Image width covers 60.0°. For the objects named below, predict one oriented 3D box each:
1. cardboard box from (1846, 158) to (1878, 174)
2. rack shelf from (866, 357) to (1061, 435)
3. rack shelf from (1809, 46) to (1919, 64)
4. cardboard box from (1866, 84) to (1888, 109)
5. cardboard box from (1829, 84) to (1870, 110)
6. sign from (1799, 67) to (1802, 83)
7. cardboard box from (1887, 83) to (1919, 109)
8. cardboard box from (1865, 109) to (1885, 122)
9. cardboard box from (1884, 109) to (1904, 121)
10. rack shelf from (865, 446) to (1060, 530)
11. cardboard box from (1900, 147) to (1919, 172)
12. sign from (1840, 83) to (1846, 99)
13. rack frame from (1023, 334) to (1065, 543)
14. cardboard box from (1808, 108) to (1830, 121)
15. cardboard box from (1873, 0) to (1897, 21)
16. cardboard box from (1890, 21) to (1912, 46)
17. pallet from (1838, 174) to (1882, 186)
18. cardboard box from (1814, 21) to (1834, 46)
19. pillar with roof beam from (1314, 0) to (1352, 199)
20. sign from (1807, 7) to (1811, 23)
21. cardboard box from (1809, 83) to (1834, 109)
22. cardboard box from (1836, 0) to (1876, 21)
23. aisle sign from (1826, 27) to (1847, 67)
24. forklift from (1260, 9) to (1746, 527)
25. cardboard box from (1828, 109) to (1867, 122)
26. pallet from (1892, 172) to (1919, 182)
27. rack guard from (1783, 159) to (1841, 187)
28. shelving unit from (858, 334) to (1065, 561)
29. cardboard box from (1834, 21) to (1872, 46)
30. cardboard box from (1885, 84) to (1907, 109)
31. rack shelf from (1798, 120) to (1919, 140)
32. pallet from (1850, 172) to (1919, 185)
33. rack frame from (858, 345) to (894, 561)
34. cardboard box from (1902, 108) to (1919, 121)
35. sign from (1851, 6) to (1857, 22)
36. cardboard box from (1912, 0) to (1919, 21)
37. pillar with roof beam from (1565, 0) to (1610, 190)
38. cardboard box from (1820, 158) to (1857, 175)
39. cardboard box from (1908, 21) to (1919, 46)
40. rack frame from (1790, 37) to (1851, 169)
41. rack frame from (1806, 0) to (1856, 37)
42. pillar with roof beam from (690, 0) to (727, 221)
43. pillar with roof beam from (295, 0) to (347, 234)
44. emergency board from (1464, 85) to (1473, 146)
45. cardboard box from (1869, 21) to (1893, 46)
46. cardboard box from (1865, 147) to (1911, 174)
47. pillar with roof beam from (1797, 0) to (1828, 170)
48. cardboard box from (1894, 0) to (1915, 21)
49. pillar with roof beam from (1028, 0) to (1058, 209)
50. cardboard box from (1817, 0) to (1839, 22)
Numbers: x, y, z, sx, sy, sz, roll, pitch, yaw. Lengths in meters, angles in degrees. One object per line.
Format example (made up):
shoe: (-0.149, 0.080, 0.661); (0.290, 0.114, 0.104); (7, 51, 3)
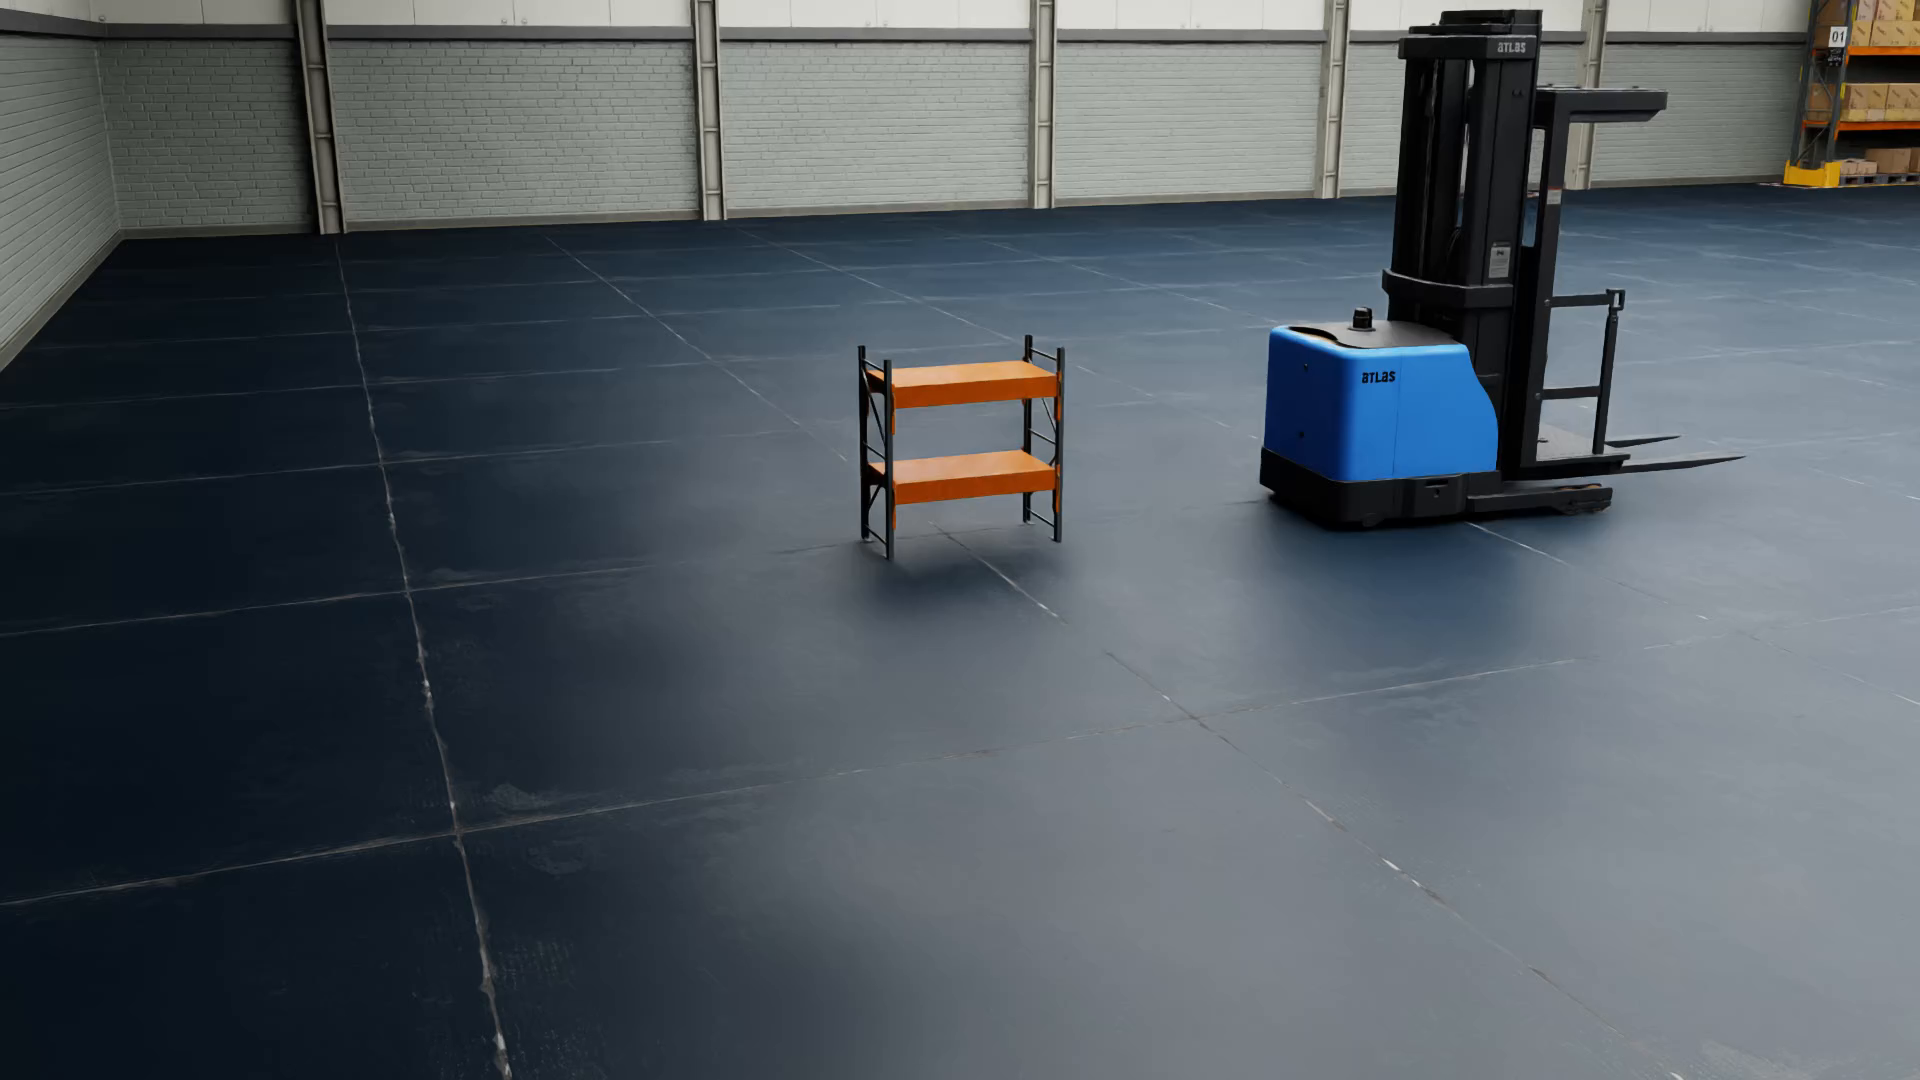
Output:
cardboard box: (19.133, -7.970, 35.407); (0.500, 0.311, 0.500); (-5, 17, -15)
rack shelf: (0.006, -0.821, 9.360); (1.000, 0.278, 0.538); (-6, 17, -20)
rack shelf: (19.790, -10.241, 35.103); (4.000, 0.370, 1.077); (-6, 17, -20)
cardboard box: (18.941, -9.259, 34.706); (0.500, 0.500, 0.500); (-6, 17, -20)
cardboard box: (18.476, -9.212, 34.545); (0.500, 0.500, 0.500); (-6, 17, -20)
sign: (17.743, -9.801, 35.034); (0.005, 0.325, 0.100); (-6, 17, -20)
cardboard box: (19.903, -9.365, 35.065); (0.500, 0.500, 0.500); (-6, 17, -18)
cardboard box: (18.972, -8.905, 34.830); (0.500, 0.250, 0.500); (-7, 18, -22)
cardboard box: (19.449, -8.955, 35.000); (0.500, 0.250, 0.500); (-6, 18, -21)
rack shelf: (0.006, -0.306, 9.511); (1.000, 0.278, 0.538); (-6, 17, -20)
cardboard box: (20.703, -8.246, 36.009); (0.500, 0.500, 0.500); (-8, 18, -24)
sign: (18.117, -9.218, 34.129); (0.005, 0.325, 0.100); (-6, 17, -20)
rack frame: (0.481, -0.592, 9.617); (0.032, 1.125, 0.500); (-6, 17, -20)
cardboard box: (18.290, -8.981, 35.090); (0.500, 0.250, 0.500); (-6, 17, -19)
cardboard box: (18.856, -10.934, 34.199); (0.500, 0.500, 0.500); (-6, 18, -21)
cardboard box: (19.322, -10.509, 34.523); (0.500, 0.500, 0.500); (-5, 17, -18)
pallet: (18.765, -7.688, 35.404); (1.213, 0.211, 1.003); (-6, 17, -20)
cardboard box: (18.222, -10.551, 34.668); (0.500, 0.500, 0.500); (-5, 17, -16)
pillar with roof beam: (8.602, -9.780, 26.931); (0.400, 9.000, 9.100); (-6, 17, -20)
sign: (17.743, -10.958, 34.694); (0.005, 0.325, 0.100); (-6, 17, -20)
cardboard box: (18.287, -9.347, 35.002); (0.500, 0.500, 0.500); (-6, 18, -21)
cardboard box: (18.369, -10.897, 34.072); (0.500, 0.500, 0.500); (-8, 18, -24)
aisle sign: (17.963, -10.107, 34.078); (0.004, 0.787, 0.394); (-6, 17, -20)
forklift: (3.481, -1.697, 10.176); (3.031, 2.935, 1.130); (-5, 17, -16)
cardboard box: (18.492, -8.849, 34.639); (0.500, 0.250, 0.500); (-7, 18, -22)
pallet: (21.043, -7.934, 36.241); (1.213, 0.211, 1.003); (-6, 17, -20)
rack guard: (17.993, -7.754, 35.116); (0.348, 0.500, 1.175); (-6, 17, -20)
shelving unit: (0.006, -0.540, 9.442); (1.048, 1.125, 0.538); (-6, 17, -20)
cardboard box: (18.324, -10.410, 34.189); (0.500, 0.500, 0.500); (-6, 17, -19)
cardboard box: (19.426, -9.310, 34.877); (0.500, 0.500, 0.500); (-7, 18, -22)
rack shelf: (19.790, -8.802, 35.526); (4.000, 0.370, 1.077); (-6, 17, -20)
pallet: (19.902, -7.810, 35.819); (1.213, 0.211, 1.003); (-6, 17, -20)
rack frame: (-0.468, -0.489, 9.268); (0.032, 1.125, 0.500); (-6, 17, -20)
cardboard box: (19.922, -9.005, 35.171); (0.500, 0.250, 0.500); (-6, 17, -20)
sign: (18.117, -10.662, 33.706); (0.005, 0.325, 0.100); (-6, 17, -20)
cardboard box: (20.295, -11.090, 34.729); (0.500, 0.500, 0.500); (-7, 18, -22)
pillar with roof beam: (14.204, -10.385, 28.991); (0.400, 9.000, 9.100); (-6, 17, -20)
cardboard box: (18.601, -7.913, 35.211); (0.500, 0.311, 0.500); (-8, 18, -26)
cardboard box: (19.815, -10.568, 34.726); (0.500, 0.500, 0.500); (-5, 17, -17)
rack frame: (17.923, -8.946, 34.738); (0.127, 3.000, 1.000); (-6, 17, -20)
rack frame: (17.923, -11.824, 33.892); (0.127, 3.000, 1.000); (-6, 17, -20)
pillar with roof beam: (-2.604, -8.570, 22.811); (0.400, 9.000, 9.100); (-6, 17, -20)
pillar with roof beam: (-8.207, -7.965, 20.751); (0.400, 9.000, 9.100); (-6, 17, -20)
emergency board: (10.343, -8.400, 32.879); (0.643, 1.169, 0.194); (-6, 17, -20)
cardboard box: (18.838, -10.455, 34.341); (0.500, 0.500, 0.500); (-5, 17, -16)
cardboard box: (19.836, -8.122, 35.587); (0.500, 0.500, 0.700); (-7, 18, -24)
pillar with roof beam: (19.807, -10.990, 31.051); (0.400, 9.000, 9.100); (-6, 17, -20)
cardboard box: (19.330, -10.989, 34.385); (0.500, 0.500, 0.500); (-6, 17, -19)
pillar with roof beam: (2.999, -9.175, 24.871); (0.400, 9.000, 9.100); (-6, 17, -20)
cardboard box: (18.232, -11.035, 34.539); (0.500, 0.500, 0.500); (-5, 17, -18)
